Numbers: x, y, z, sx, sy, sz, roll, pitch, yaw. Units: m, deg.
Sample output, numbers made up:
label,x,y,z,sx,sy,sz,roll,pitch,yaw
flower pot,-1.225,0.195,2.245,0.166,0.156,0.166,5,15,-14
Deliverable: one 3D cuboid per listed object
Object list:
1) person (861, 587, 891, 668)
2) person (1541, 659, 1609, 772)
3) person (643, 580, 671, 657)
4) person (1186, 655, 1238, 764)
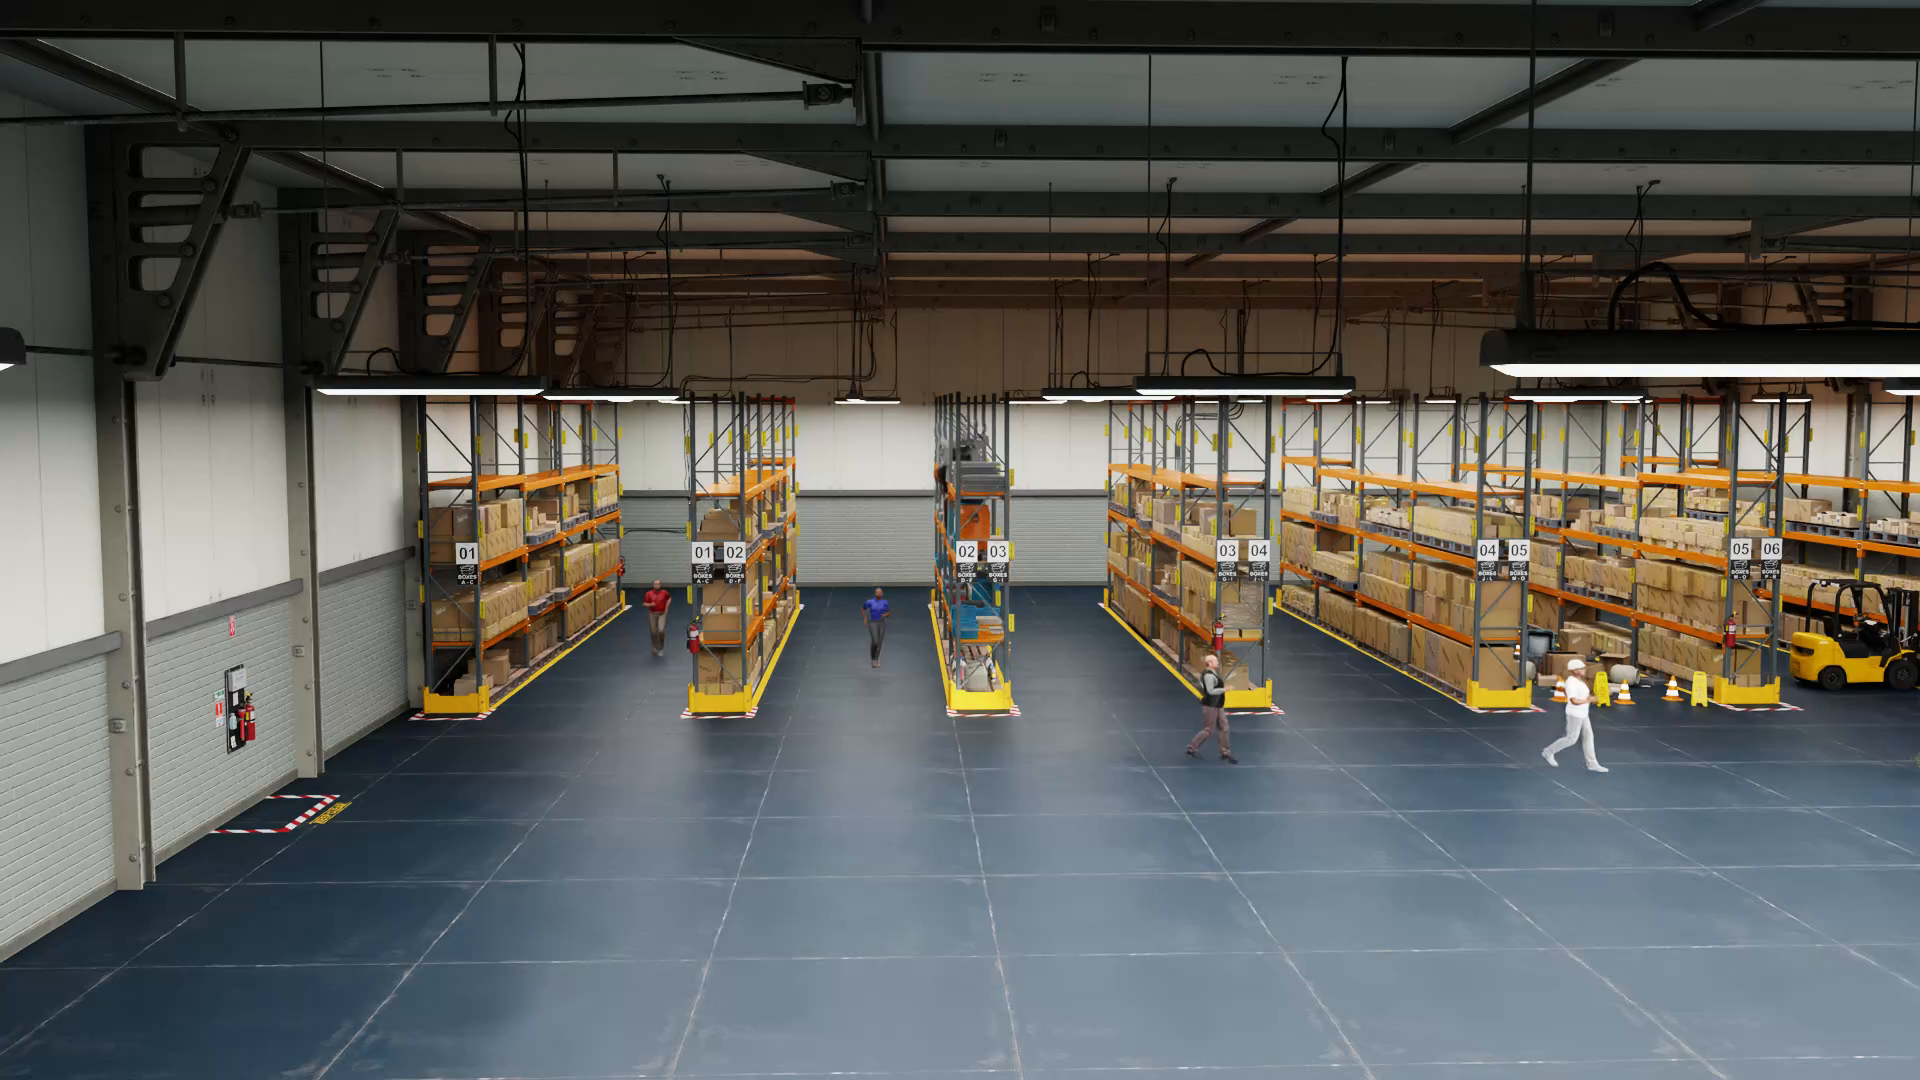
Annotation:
label,x,y,z,sx,sy,sz,roll,pitch,yaw
person,-1.725,1.838,34.809,0.561,1.694,0.620,-2,5,-20
person,9.641,2.734,26.004,0.987,1.747,0.703,3,5,32
person,-6.982,1.805,38.329,0.633,1.790,0.740,-1,5,-12
person,4.046,2.712,26.640,0.826,1.755,0.650,1,5,18
